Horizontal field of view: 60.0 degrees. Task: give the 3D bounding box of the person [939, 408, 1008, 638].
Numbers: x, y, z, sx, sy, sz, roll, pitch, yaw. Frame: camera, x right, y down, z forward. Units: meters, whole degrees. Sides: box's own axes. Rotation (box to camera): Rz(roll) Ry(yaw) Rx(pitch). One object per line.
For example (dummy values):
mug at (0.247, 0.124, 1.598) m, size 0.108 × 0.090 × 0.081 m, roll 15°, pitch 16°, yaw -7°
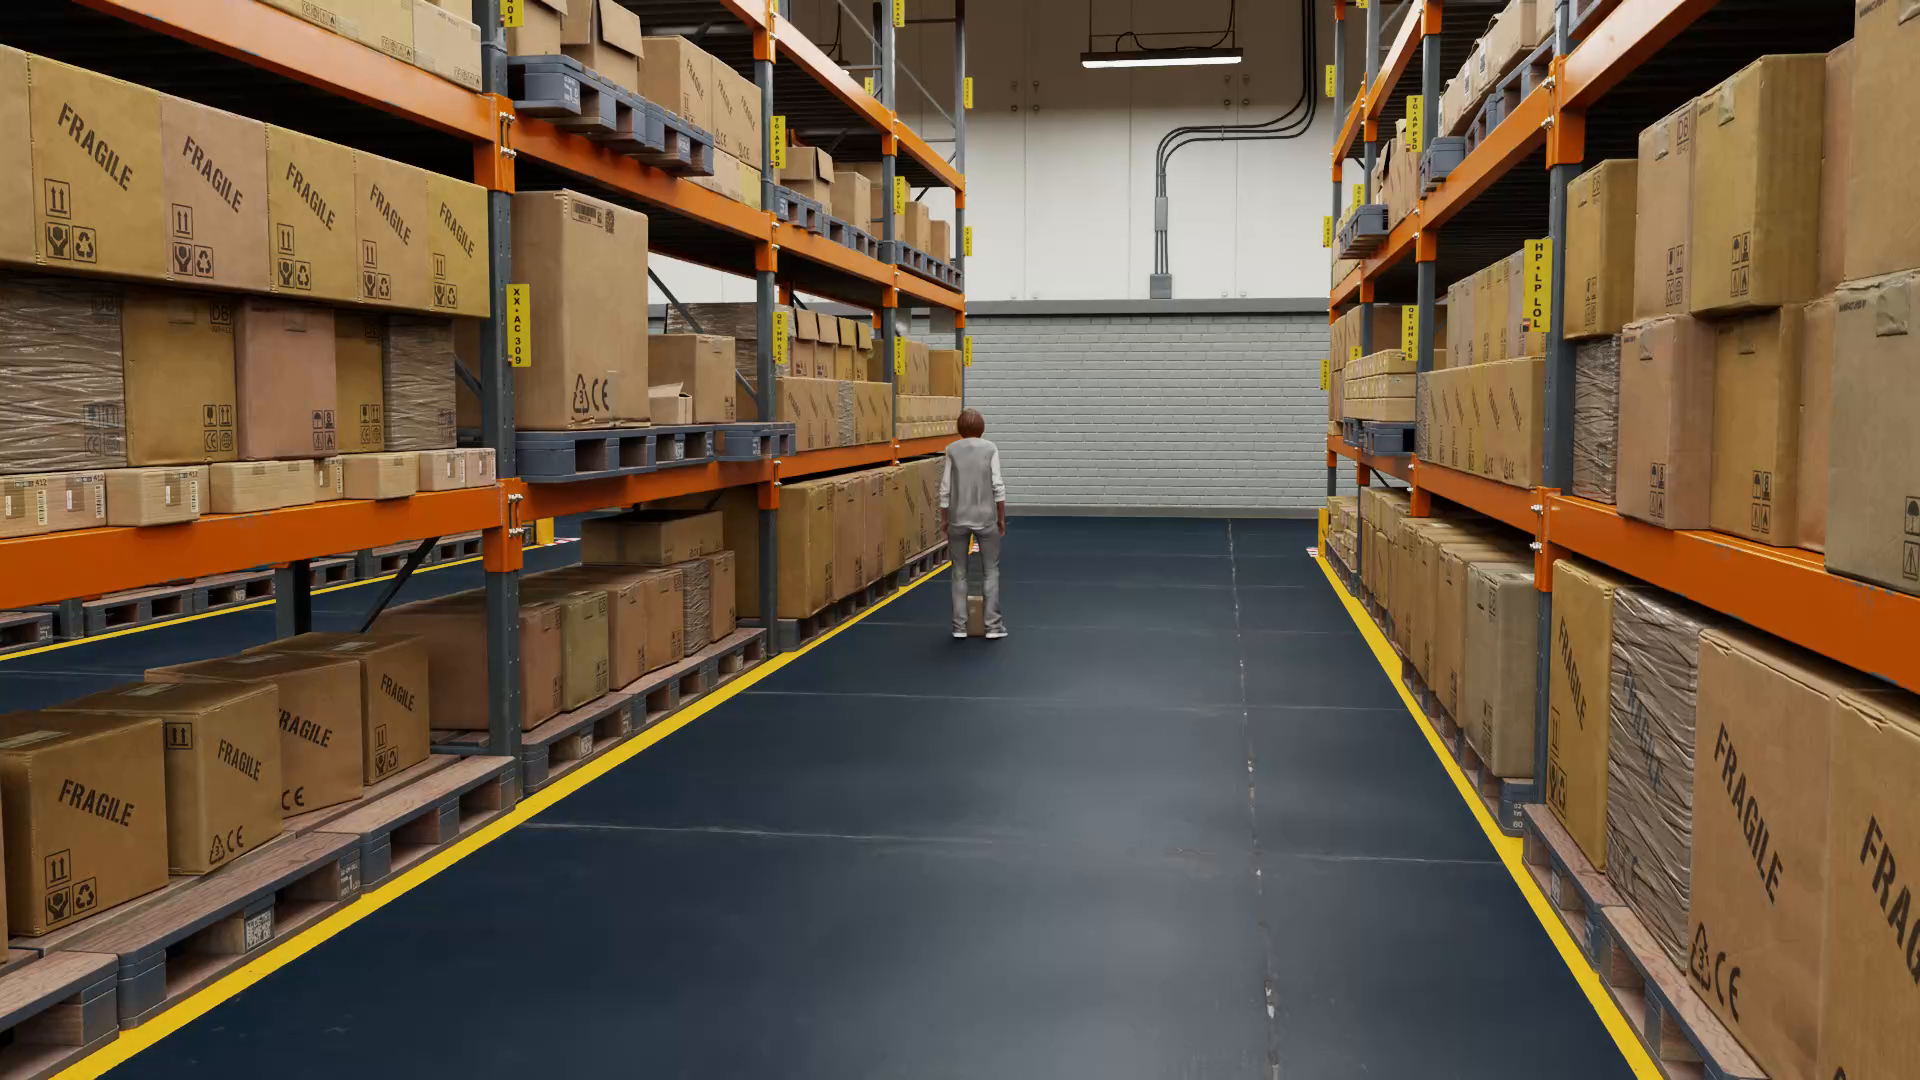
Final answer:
person at (0.091, -0.107, 11.512) m, size 0.469 × 1.580 × 0.348 m, roll 1°, pitch 5°, yaw 6°
